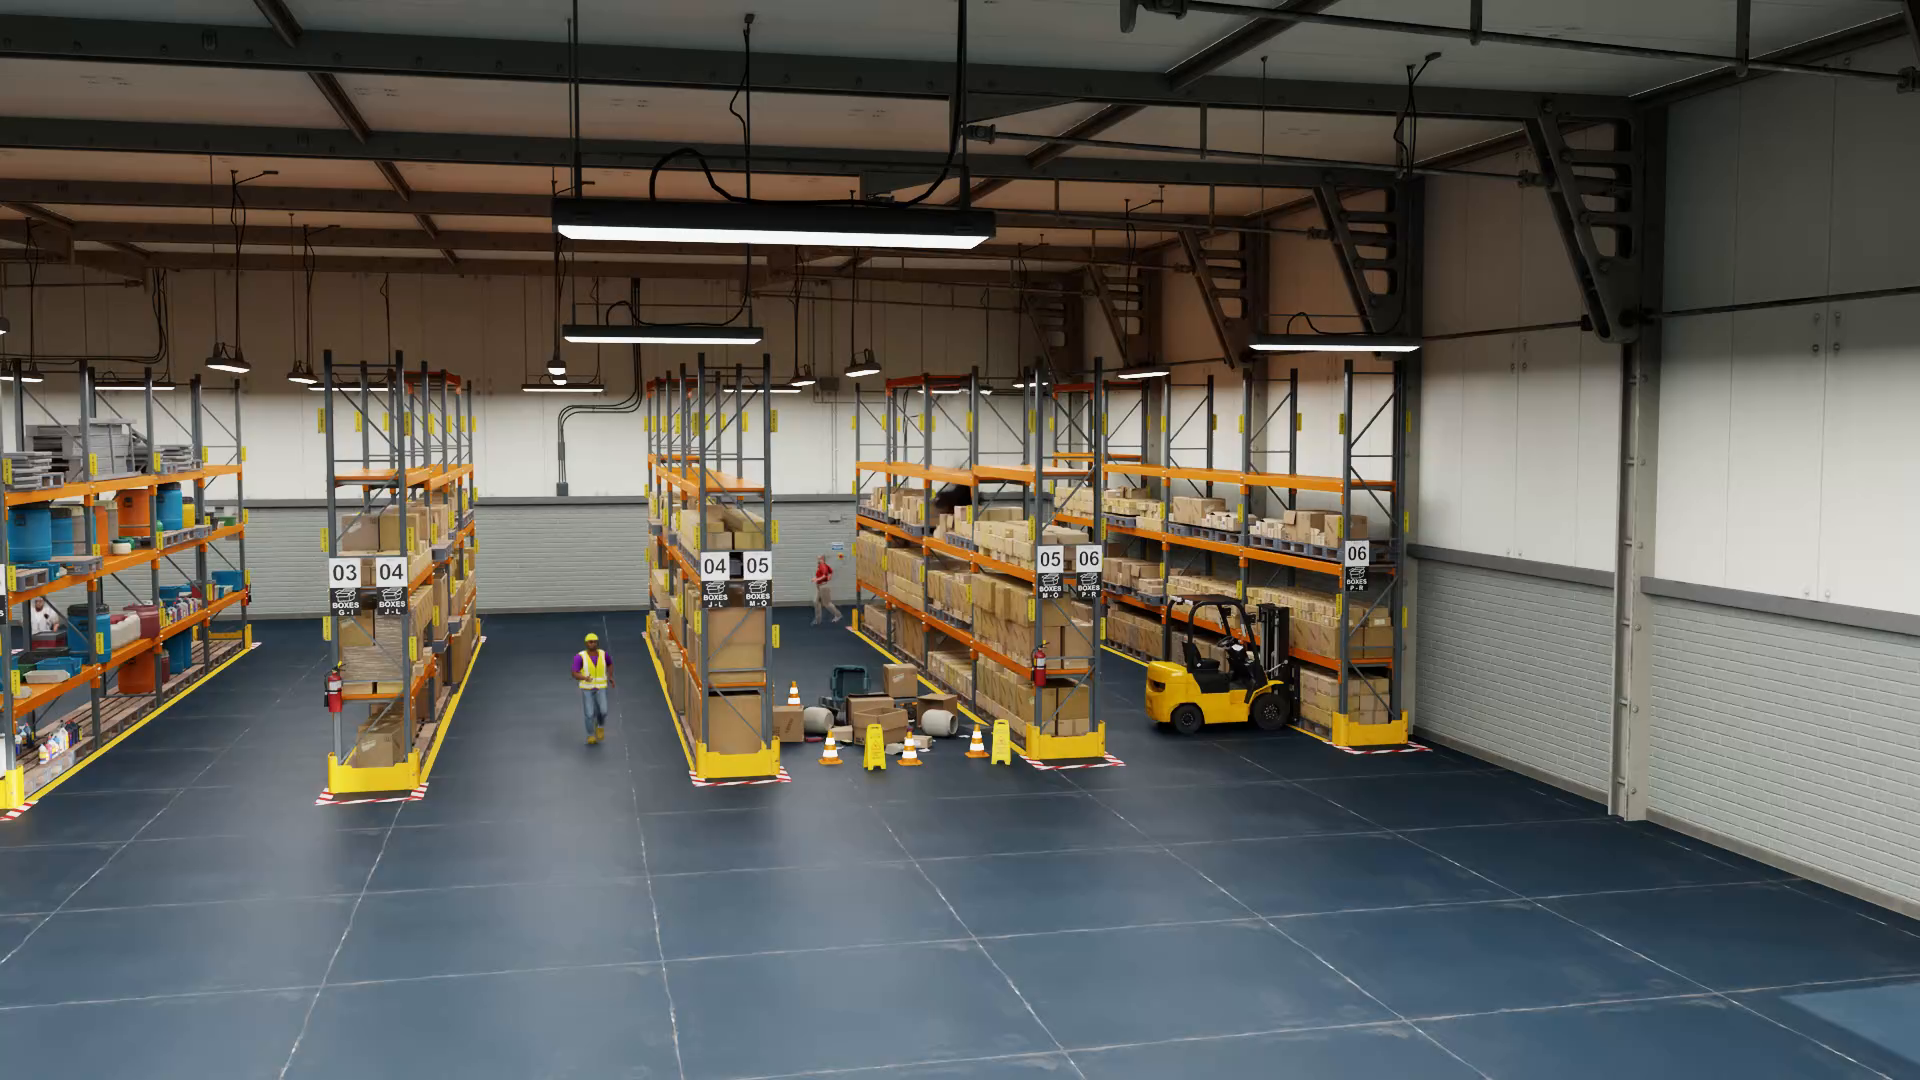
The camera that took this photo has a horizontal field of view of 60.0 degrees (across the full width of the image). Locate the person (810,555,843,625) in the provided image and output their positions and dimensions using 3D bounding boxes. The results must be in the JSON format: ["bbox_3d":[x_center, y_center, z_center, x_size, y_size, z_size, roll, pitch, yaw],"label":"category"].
[{"bbox_3d":[-3.358,1.264,41.477,0.785,1.789,0.653,0,4,-6],"label":"person"}]

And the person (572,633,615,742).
[{"bbox_3d":[-5.709,2.287,25.978,0.685,1.661,0.623,-2,4,-23],"label":"person"}]

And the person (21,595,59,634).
[{"bbox_3d":[-17.736,1.902,32.065,0.648,1.737,0.595,-2,4,-24],"label":"person"}]
